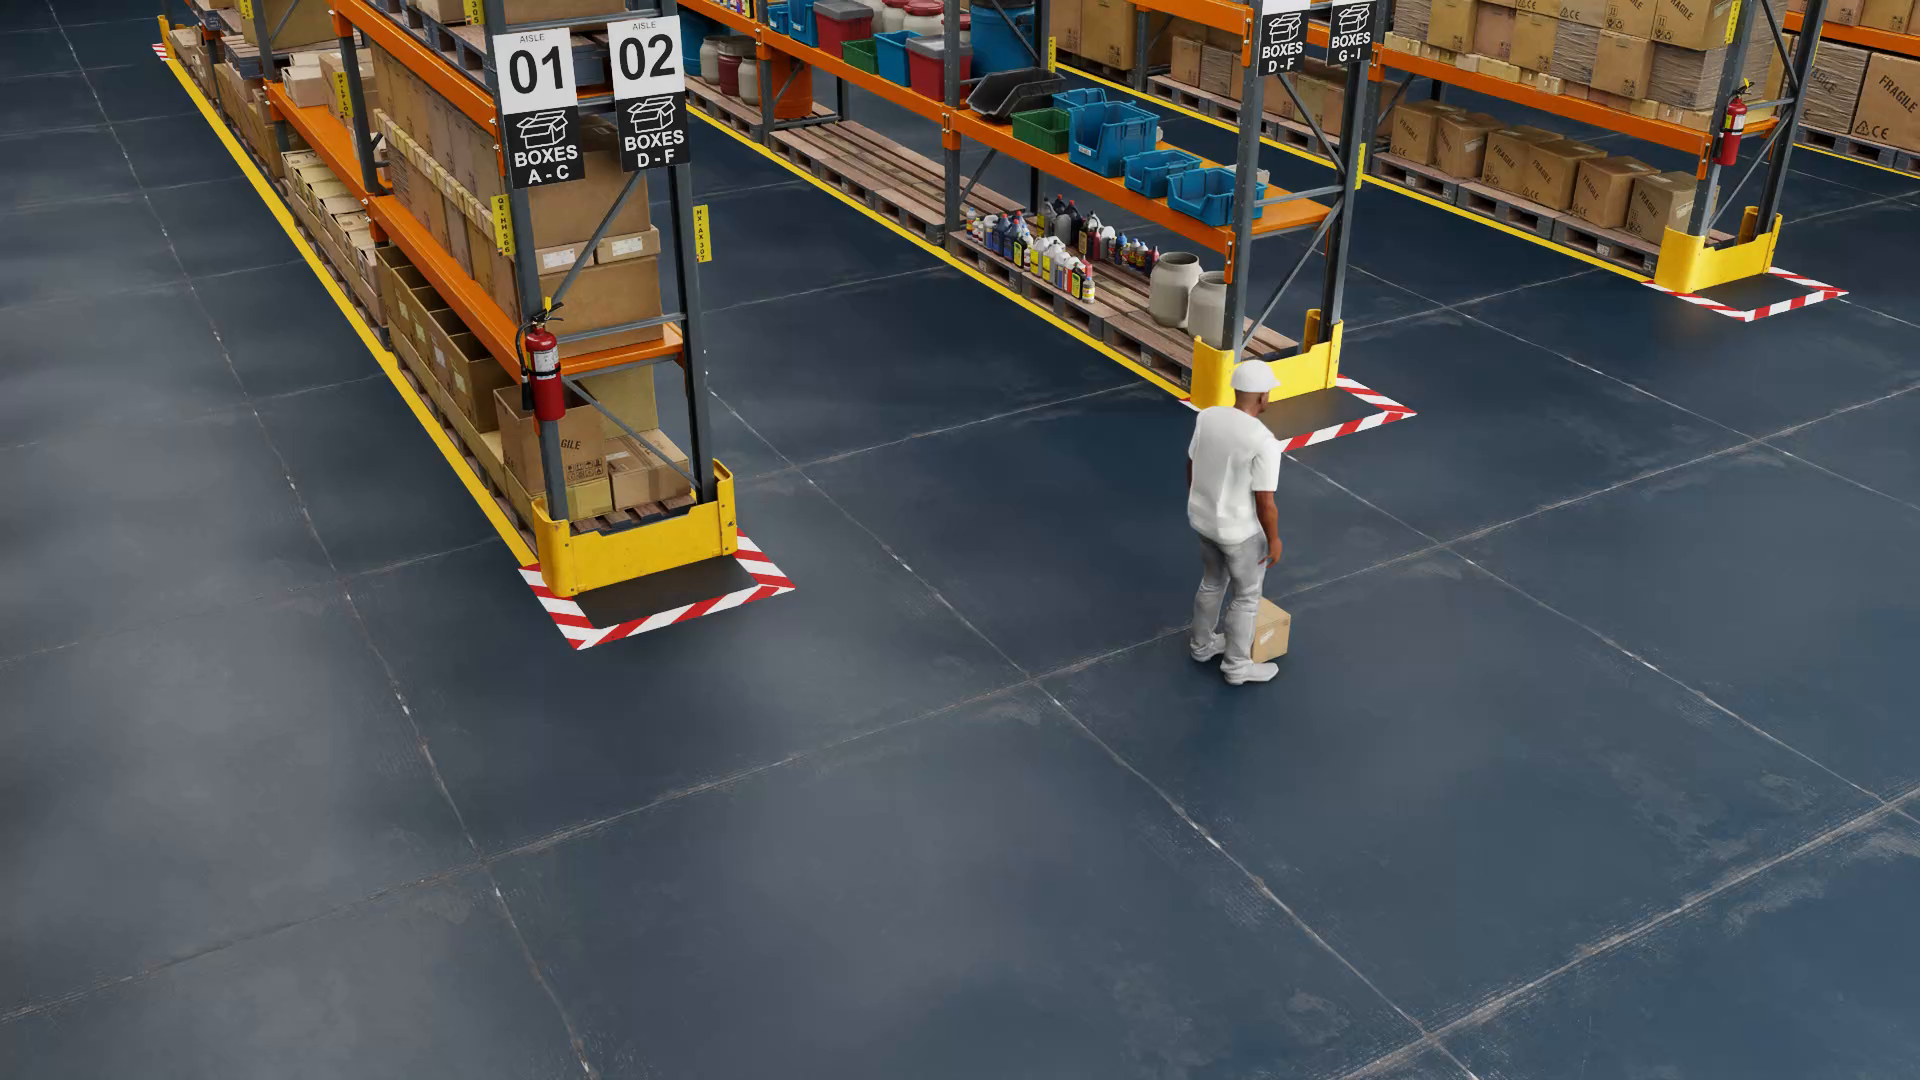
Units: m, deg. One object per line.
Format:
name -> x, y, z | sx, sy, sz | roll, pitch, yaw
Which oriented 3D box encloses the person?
person -> 1.442, -0.102, 8.731 | 0.462, 1.759, 0.632 | -18, 34, -29
